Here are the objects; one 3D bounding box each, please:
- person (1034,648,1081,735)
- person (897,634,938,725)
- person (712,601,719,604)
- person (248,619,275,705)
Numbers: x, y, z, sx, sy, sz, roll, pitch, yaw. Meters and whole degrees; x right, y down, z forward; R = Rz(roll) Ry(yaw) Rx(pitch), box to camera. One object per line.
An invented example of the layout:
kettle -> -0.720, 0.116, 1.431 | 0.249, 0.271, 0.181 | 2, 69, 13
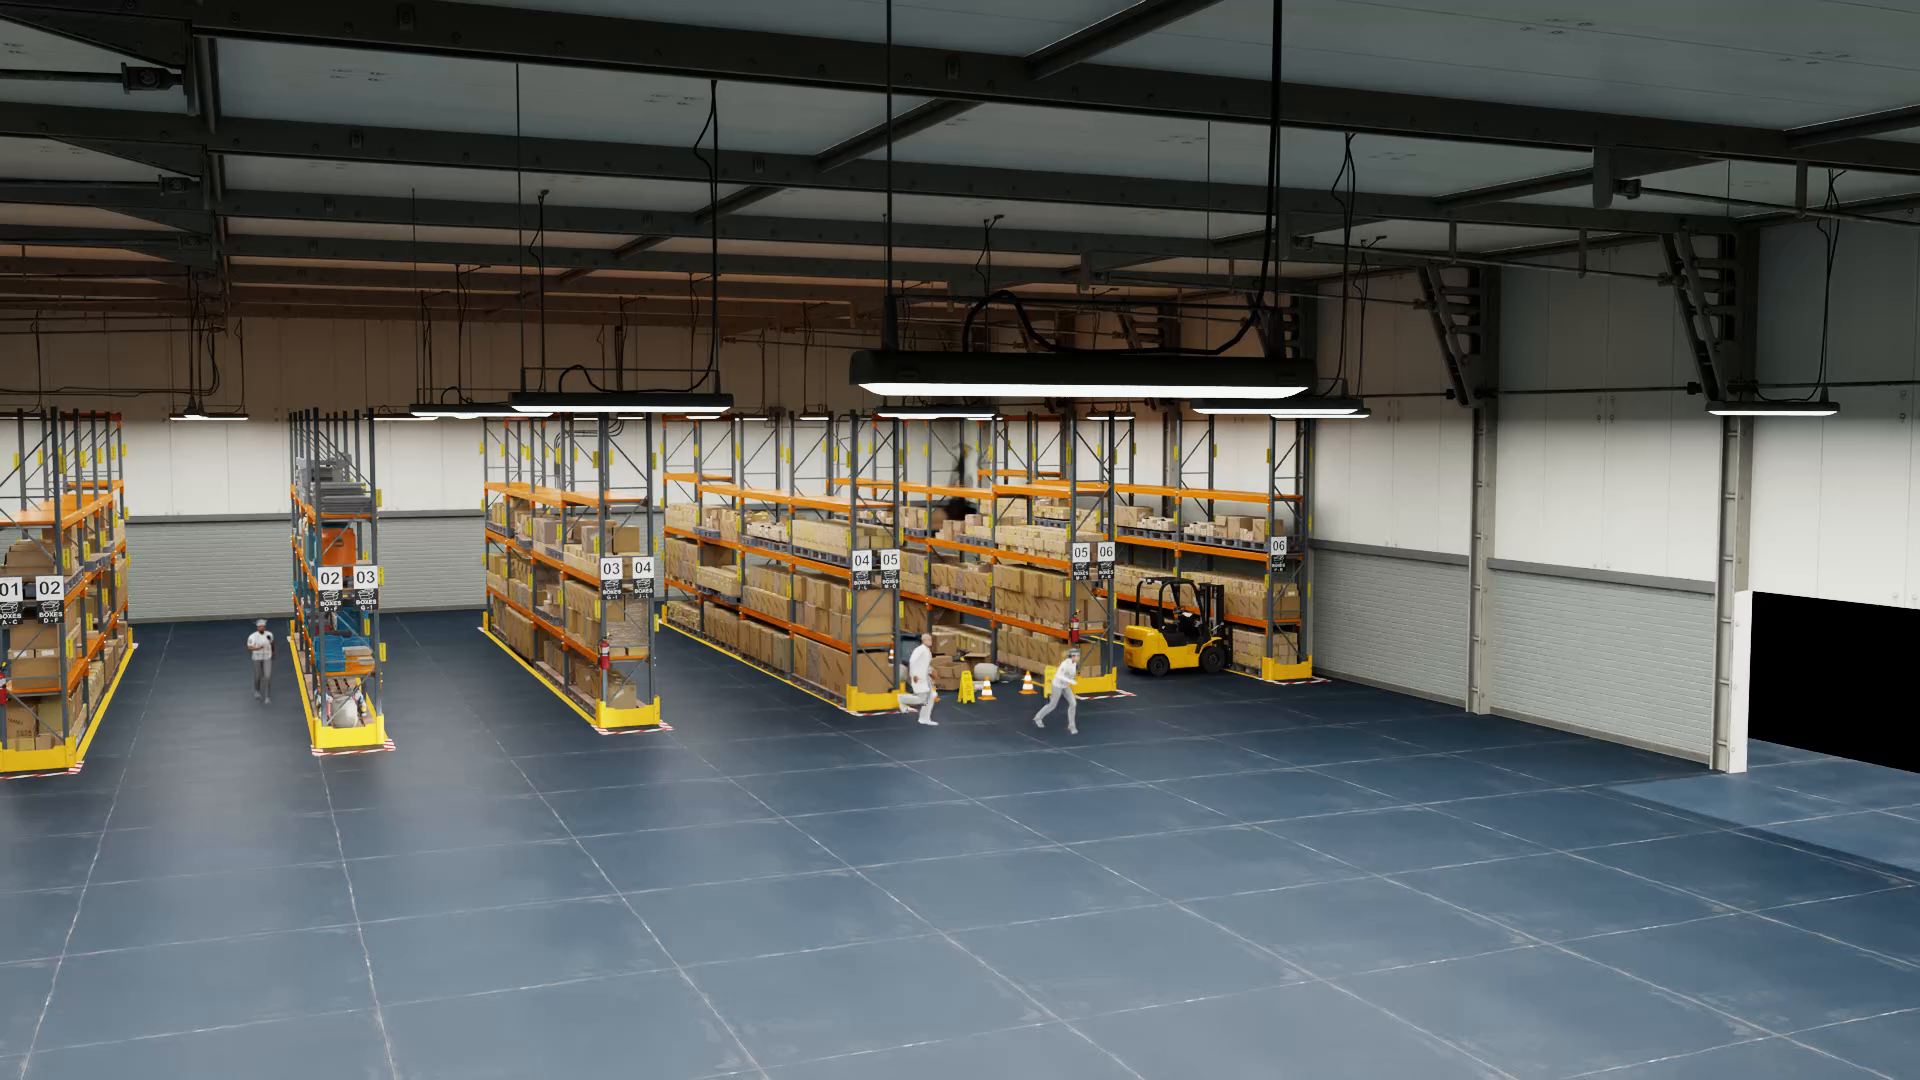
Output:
person -> 1.817, 2.792, 30.883 | 0.964, 1.627, 0.656 | 2, 5, 30
person -> -0.809, 2.659, 31.734 | 0.795, 1.750, 0.736 | 1, 4, 19
person -> -7.213, 1.421, 49.391 | 0.621, 1.687, 0.730 | 2, 4, 26
person -> -14.329, 2.468, 34.124 | 0.557, 1.716, 0.901 | -2, 5, -31
